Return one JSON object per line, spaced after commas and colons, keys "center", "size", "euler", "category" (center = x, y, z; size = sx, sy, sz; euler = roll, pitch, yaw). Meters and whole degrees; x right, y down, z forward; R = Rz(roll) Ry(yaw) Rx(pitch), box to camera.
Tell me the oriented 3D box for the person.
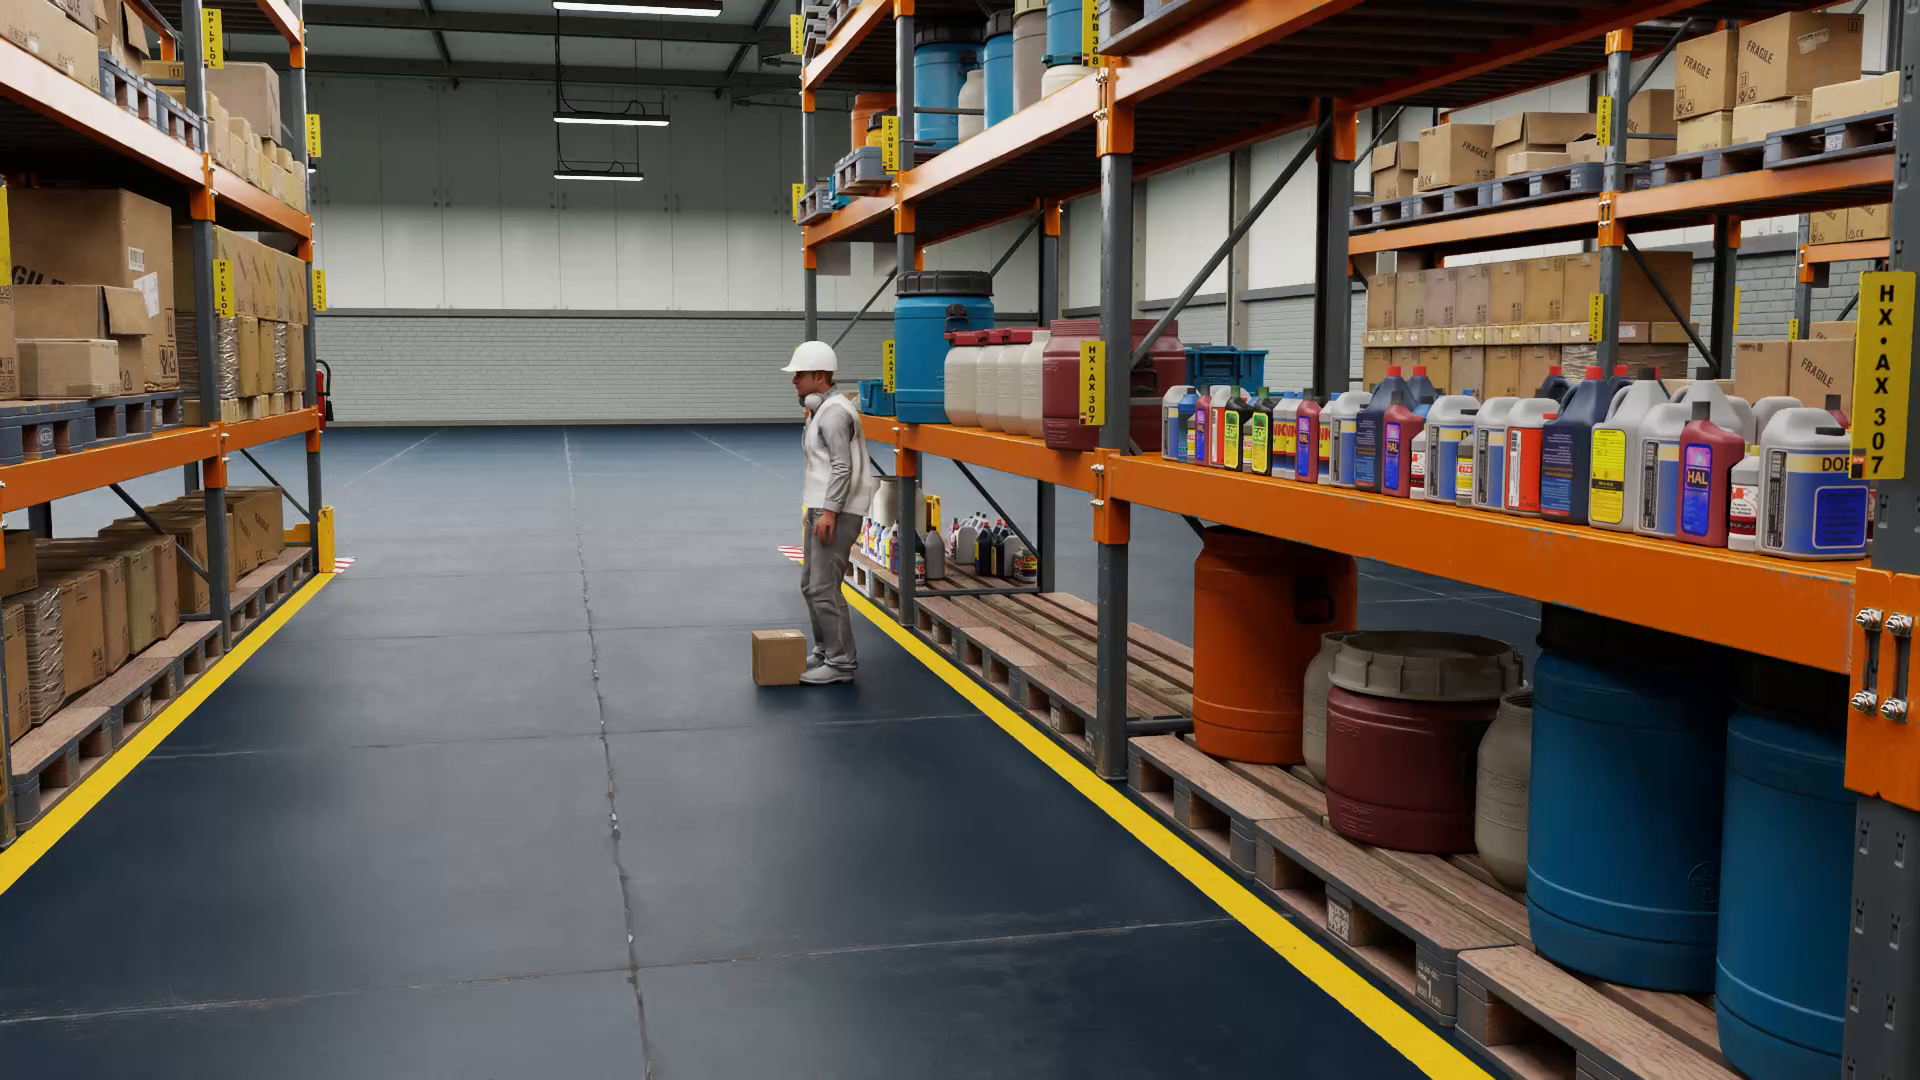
{"center": [-0.699, -0.149, 8.721], "size": [0.461, 1.771, 0.580], "euler": [-1, 6, -13], "category": "person"}
